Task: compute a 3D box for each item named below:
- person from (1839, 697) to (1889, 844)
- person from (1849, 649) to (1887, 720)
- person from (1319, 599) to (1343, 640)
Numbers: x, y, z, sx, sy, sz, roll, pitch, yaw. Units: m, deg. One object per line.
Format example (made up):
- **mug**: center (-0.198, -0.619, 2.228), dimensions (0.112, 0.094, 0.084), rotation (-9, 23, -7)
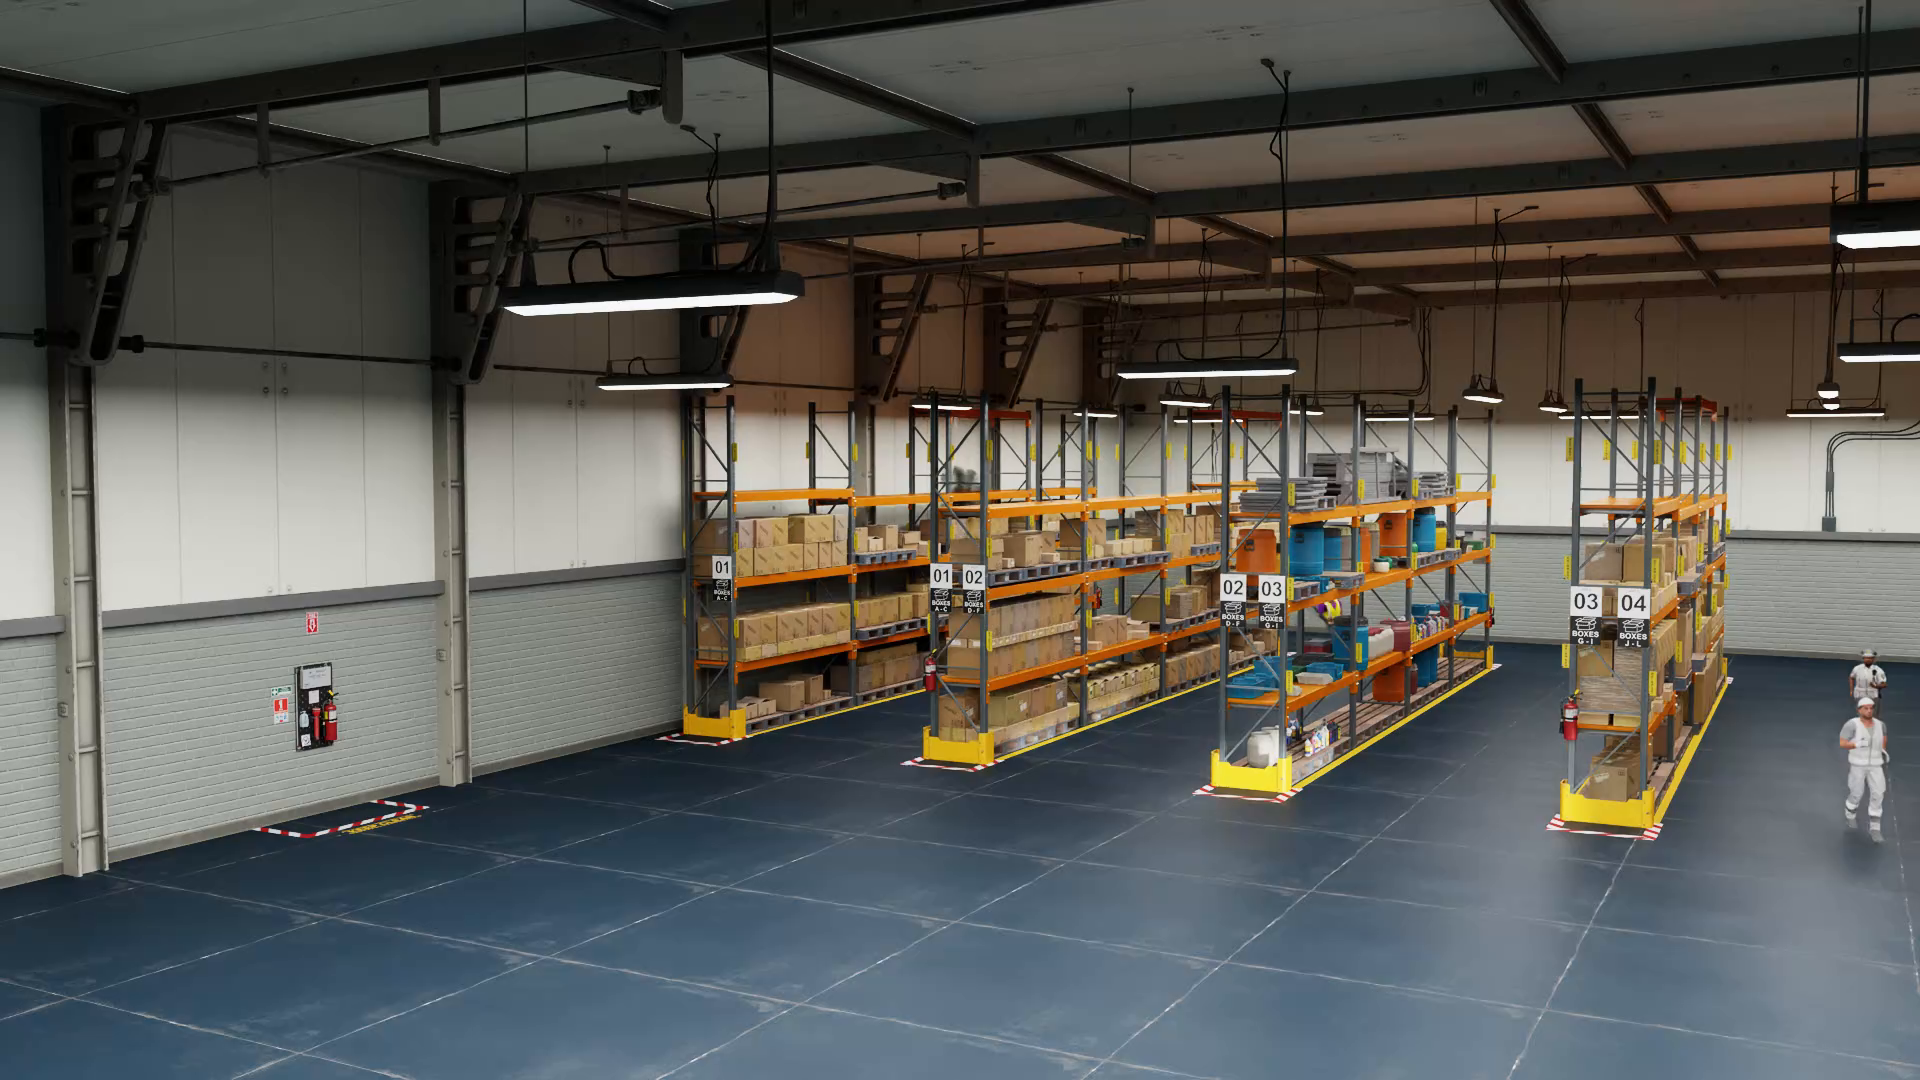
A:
- **person**: center (11.736, 2.943, 21.549), dimensions (0.647, 1.808, 0.877), rotation (1, 3, 10)
- **person**: center (15.273, 2.667, 27.995), dimensions (0.581, 1.676, 0.932), rotation (2, 3, 31)
- **person**: center (9.100, 2.018, 40.594), dimensions (0.757, 1.694, 0.584), rotation (-1, 3, -13)
